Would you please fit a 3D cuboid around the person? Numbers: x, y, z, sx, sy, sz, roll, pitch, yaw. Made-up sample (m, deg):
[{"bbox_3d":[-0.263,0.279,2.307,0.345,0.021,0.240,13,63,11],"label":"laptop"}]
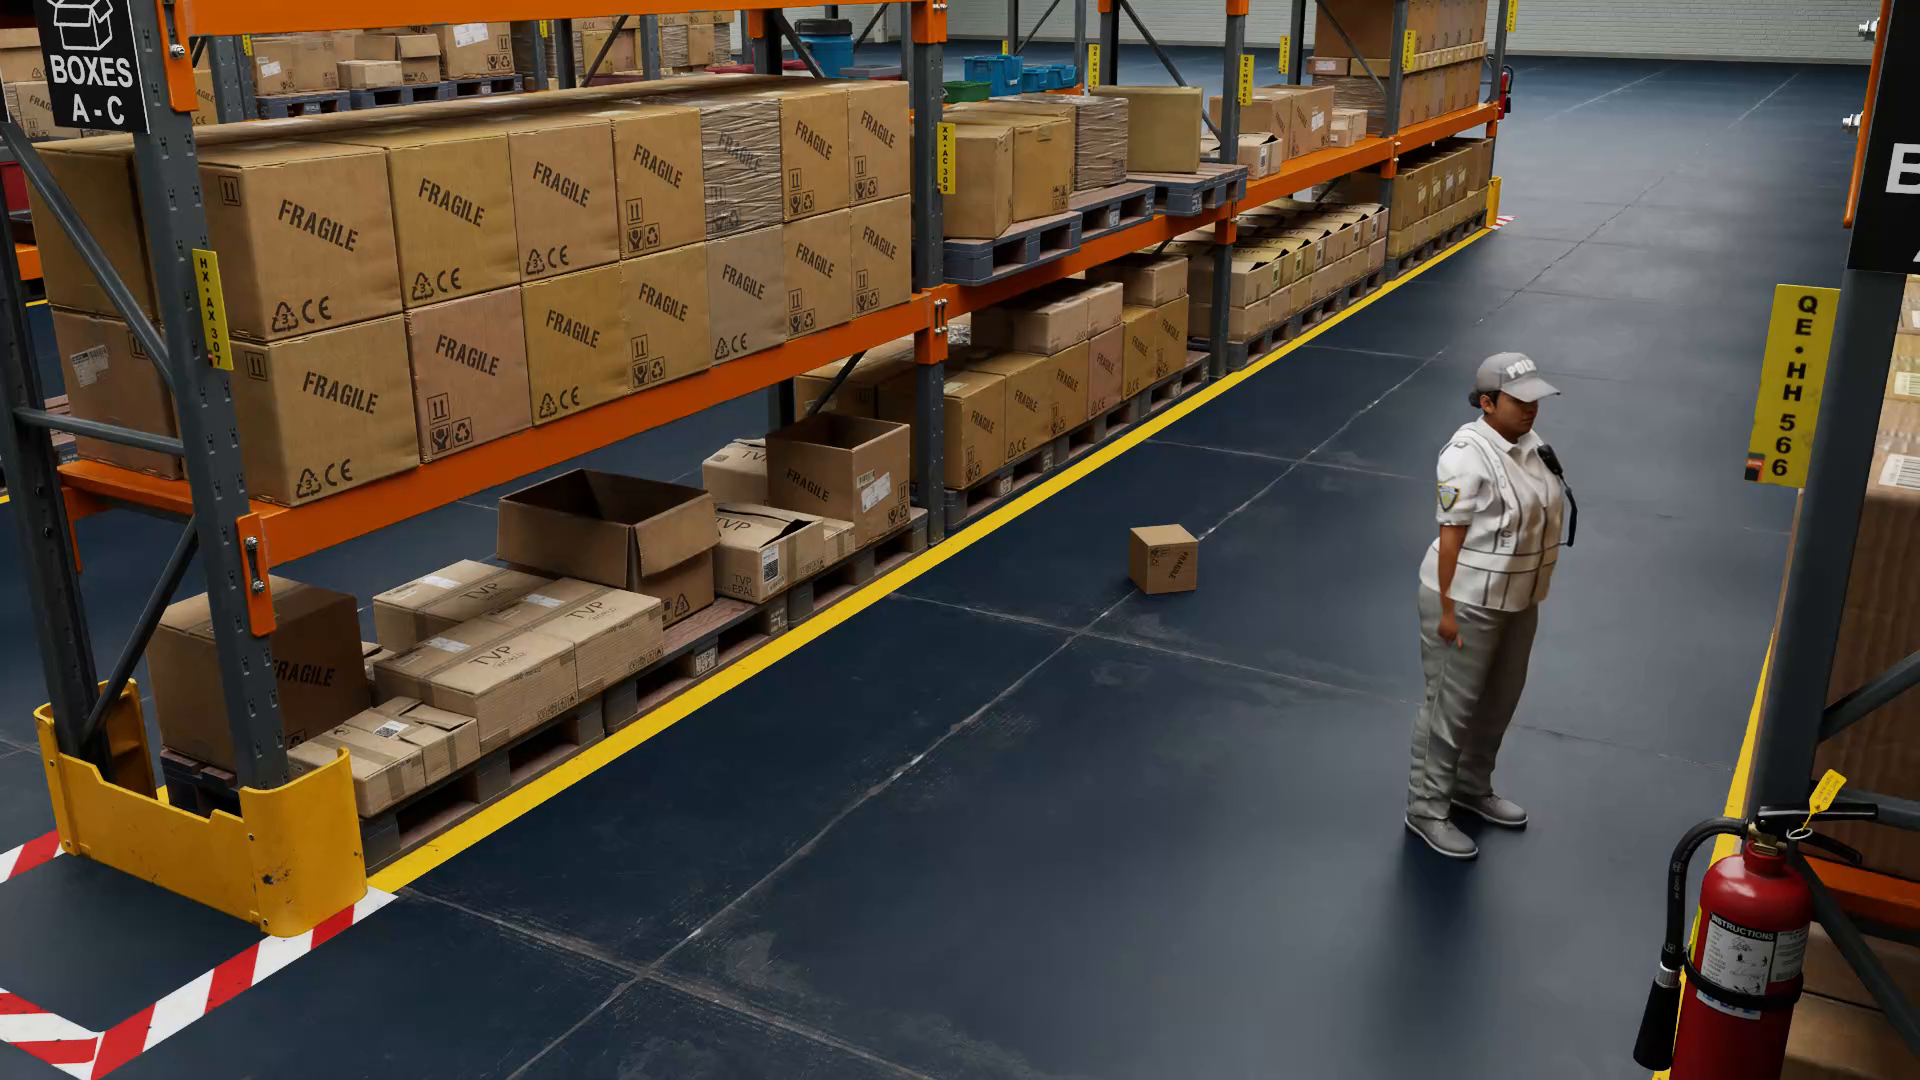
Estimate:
[{"bbox_3d":[1.740,0.201,5.500,0.480,1.669,0.393,-17,25,-39],"label":"person"}]
